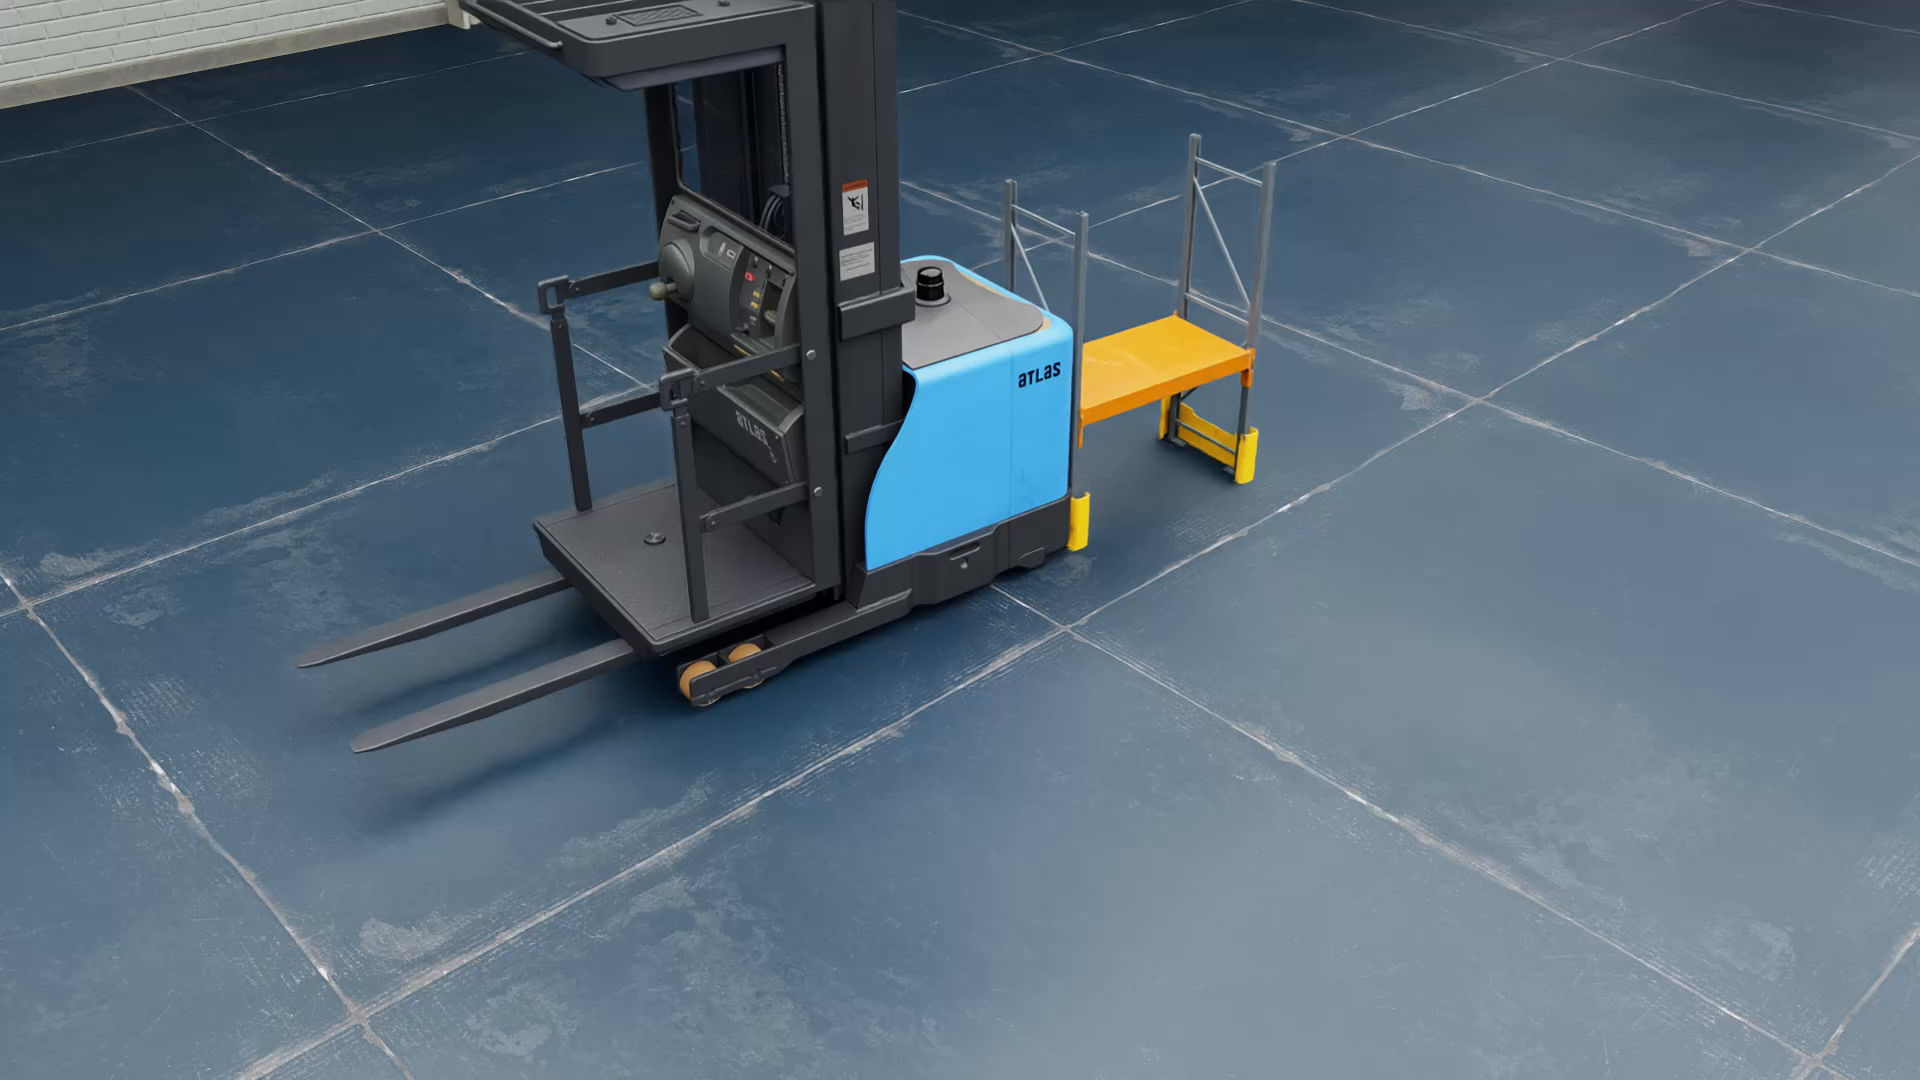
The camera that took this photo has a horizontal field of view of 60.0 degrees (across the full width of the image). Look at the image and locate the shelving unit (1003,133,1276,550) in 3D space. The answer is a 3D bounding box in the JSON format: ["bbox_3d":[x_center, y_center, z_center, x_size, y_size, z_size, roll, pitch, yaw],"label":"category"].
[{"bbox_3d":[0.759,-0.880,7.251,1.083,1.500,0.587,-21,37,-30],"label":"shelving unit"}]

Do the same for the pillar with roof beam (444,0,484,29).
[{"bbox_3d":[-1.373,-6.797,9.739,0.400,9.000,9.100,-26,40,-35],"label":"pillar with roof beam"}]

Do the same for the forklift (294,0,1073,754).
[{"bbox_3d":[-1.026,-0.941,5.980,3.031,2.935,1.130,-21,37,-30],"label":"forklift"}]

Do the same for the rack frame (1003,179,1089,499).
[{"bbox_3d":[0.340,-0.722,6.993,0.032,1.500,0.500,-21,37,-30],"label":"rack frame"}]

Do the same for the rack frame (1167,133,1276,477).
[{"bbox_3d":[1.163,-1.033,7.501,0.032,1.500,0.500,-21,37,-30],"label":"rack frame"}]

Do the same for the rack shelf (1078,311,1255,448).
[{"bbox_3d":[0.752,-0.724,7.341,1.000,0.185,0.538,-21,37,-30],"label":"rack shelf"}]

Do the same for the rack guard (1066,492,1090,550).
[{"bbox_3d":[0.355,-0.194,7.328,0.087,0.250,0.587,-21,37,-30],"label":"rack guard"}]

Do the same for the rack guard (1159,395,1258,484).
[{"bbox_3d":[1.162,-0.499,7.826,0.087,0.250,0.587,-21,37,-30],"label":"rack guard"}]
